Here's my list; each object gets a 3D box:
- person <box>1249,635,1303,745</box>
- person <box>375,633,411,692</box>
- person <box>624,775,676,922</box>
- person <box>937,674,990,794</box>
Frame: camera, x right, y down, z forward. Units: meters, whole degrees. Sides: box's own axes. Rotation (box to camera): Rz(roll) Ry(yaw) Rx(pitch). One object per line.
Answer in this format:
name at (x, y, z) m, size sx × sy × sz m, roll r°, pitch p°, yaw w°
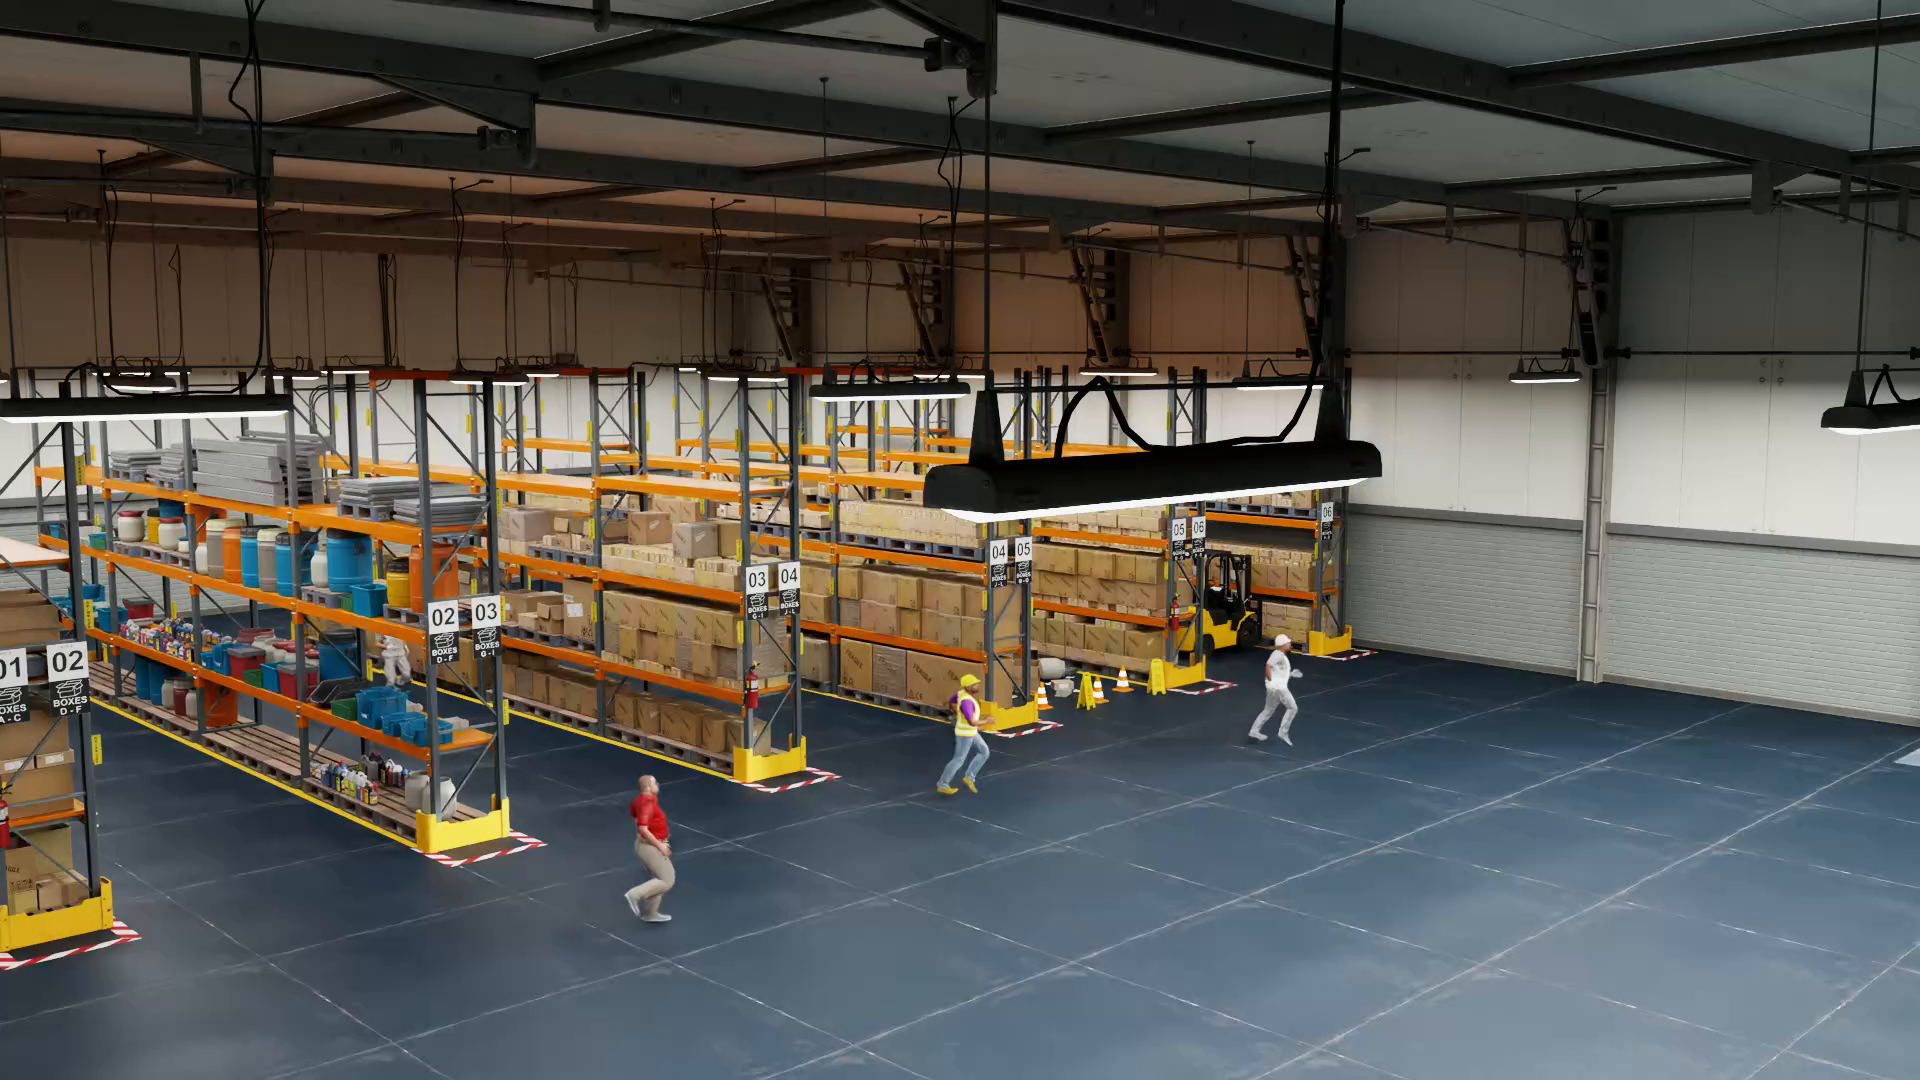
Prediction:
person at (5.138, 2.428, 26.951) m, size 0.868 × 1.812 × 0.593 m, roll 0°, pitch 6°, yaw -2°
person at (-10.106, 2.092, 29.711) m, size 0.685 × 1.757 × 0.552 m, roll -6°, pitch 9°, yaw -44°
person at (-3.460, 3.431, 18.438) m, size 0.603 × 1.688 × 0.665 m, roll -3°, pitch 7°, yaw -24°
person at (0.046, 2.779, 23.727) m, size 0.752 × 1.759 × 0.666 m, roll 0°, pitch 6°, yaw 3°
